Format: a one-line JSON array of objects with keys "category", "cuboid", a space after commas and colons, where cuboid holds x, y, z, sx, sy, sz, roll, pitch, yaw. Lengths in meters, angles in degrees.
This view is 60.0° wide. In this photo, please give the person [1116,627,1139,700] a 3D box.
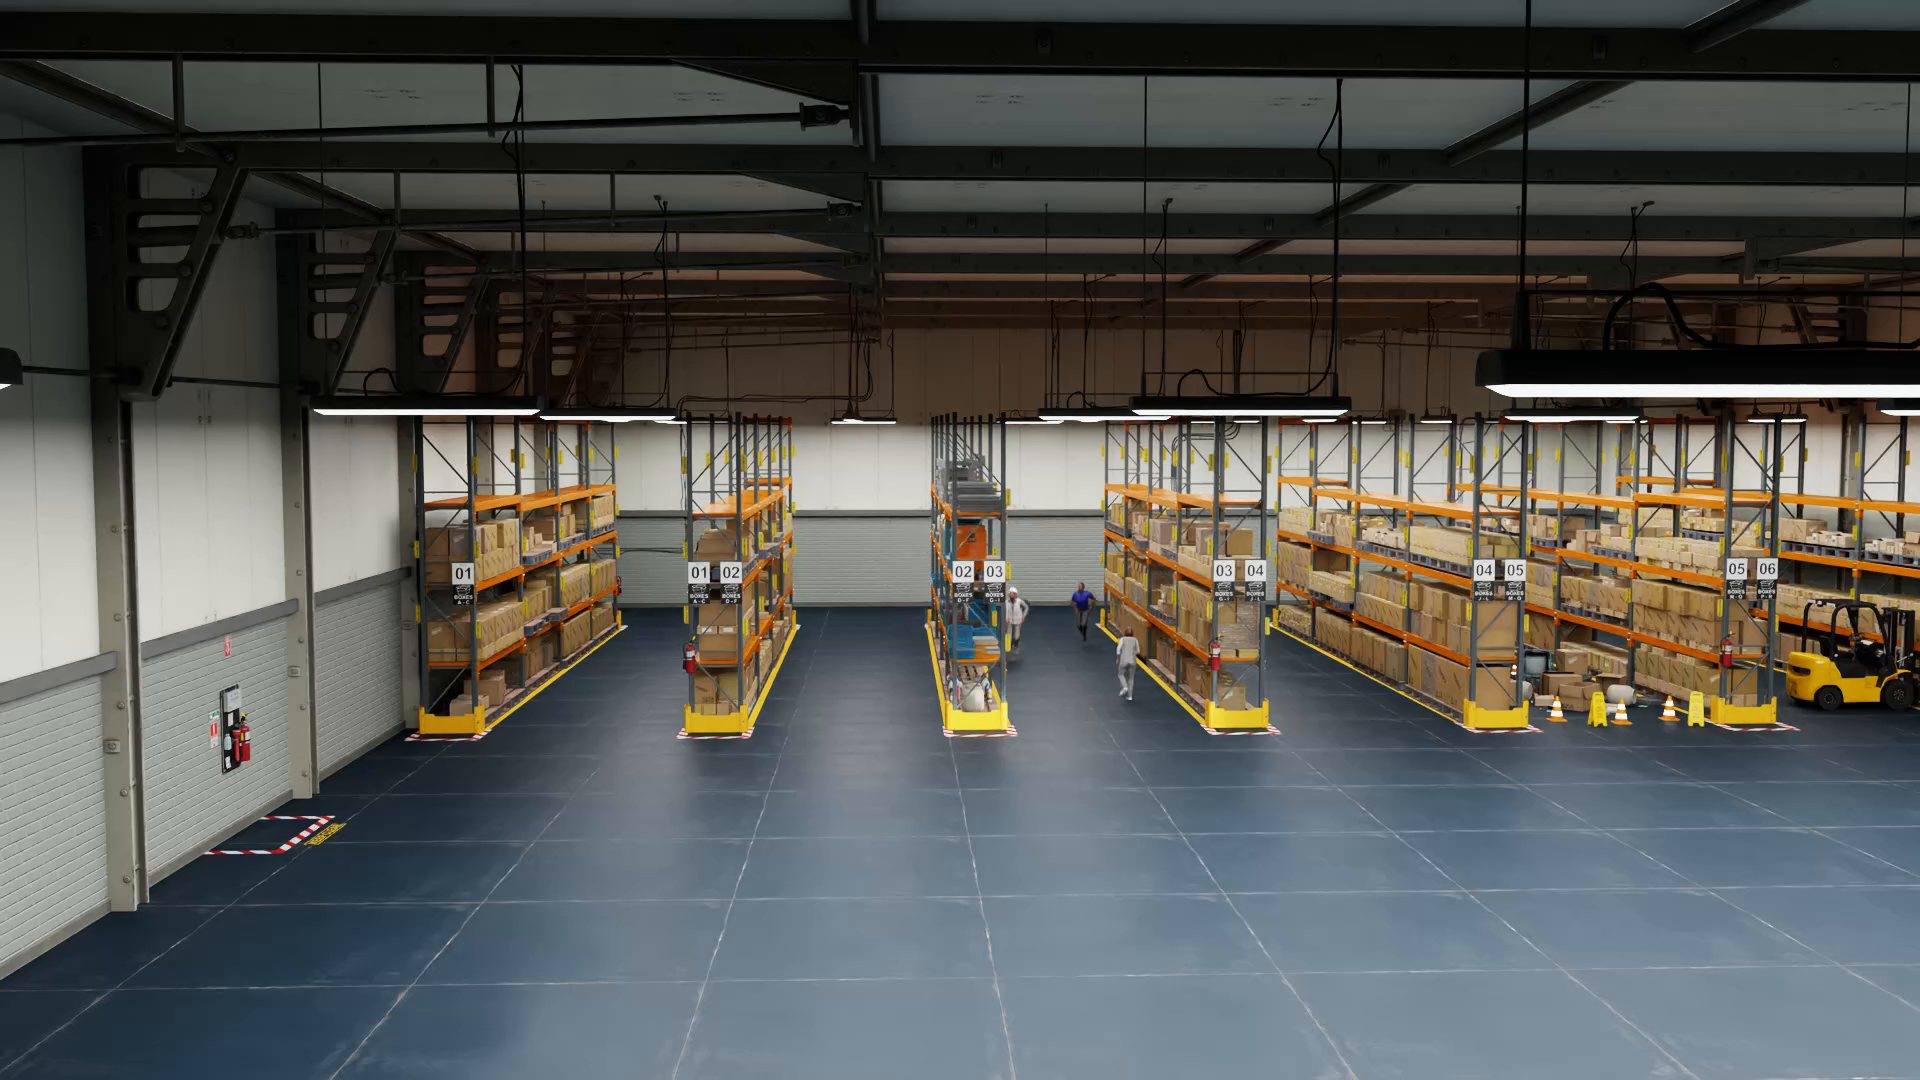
[{"category": "person", "cuboid": [3.541, 2.588, 35.141, 0.512, 1.500, 0.752, 0, 4, 1]}]

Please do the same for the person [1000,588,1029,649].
[{"category": "person", "cuboid": [1.327, 1.901, 40.529, 0.702, 1.510, 0.717, 0, 4, 6]}]

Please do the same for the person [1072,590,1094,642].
[{"category": "person", "cuboid": [3.200, 1.960, 43.239, 0.572, 1.377, 0.669, 1, 4, 12]}]
